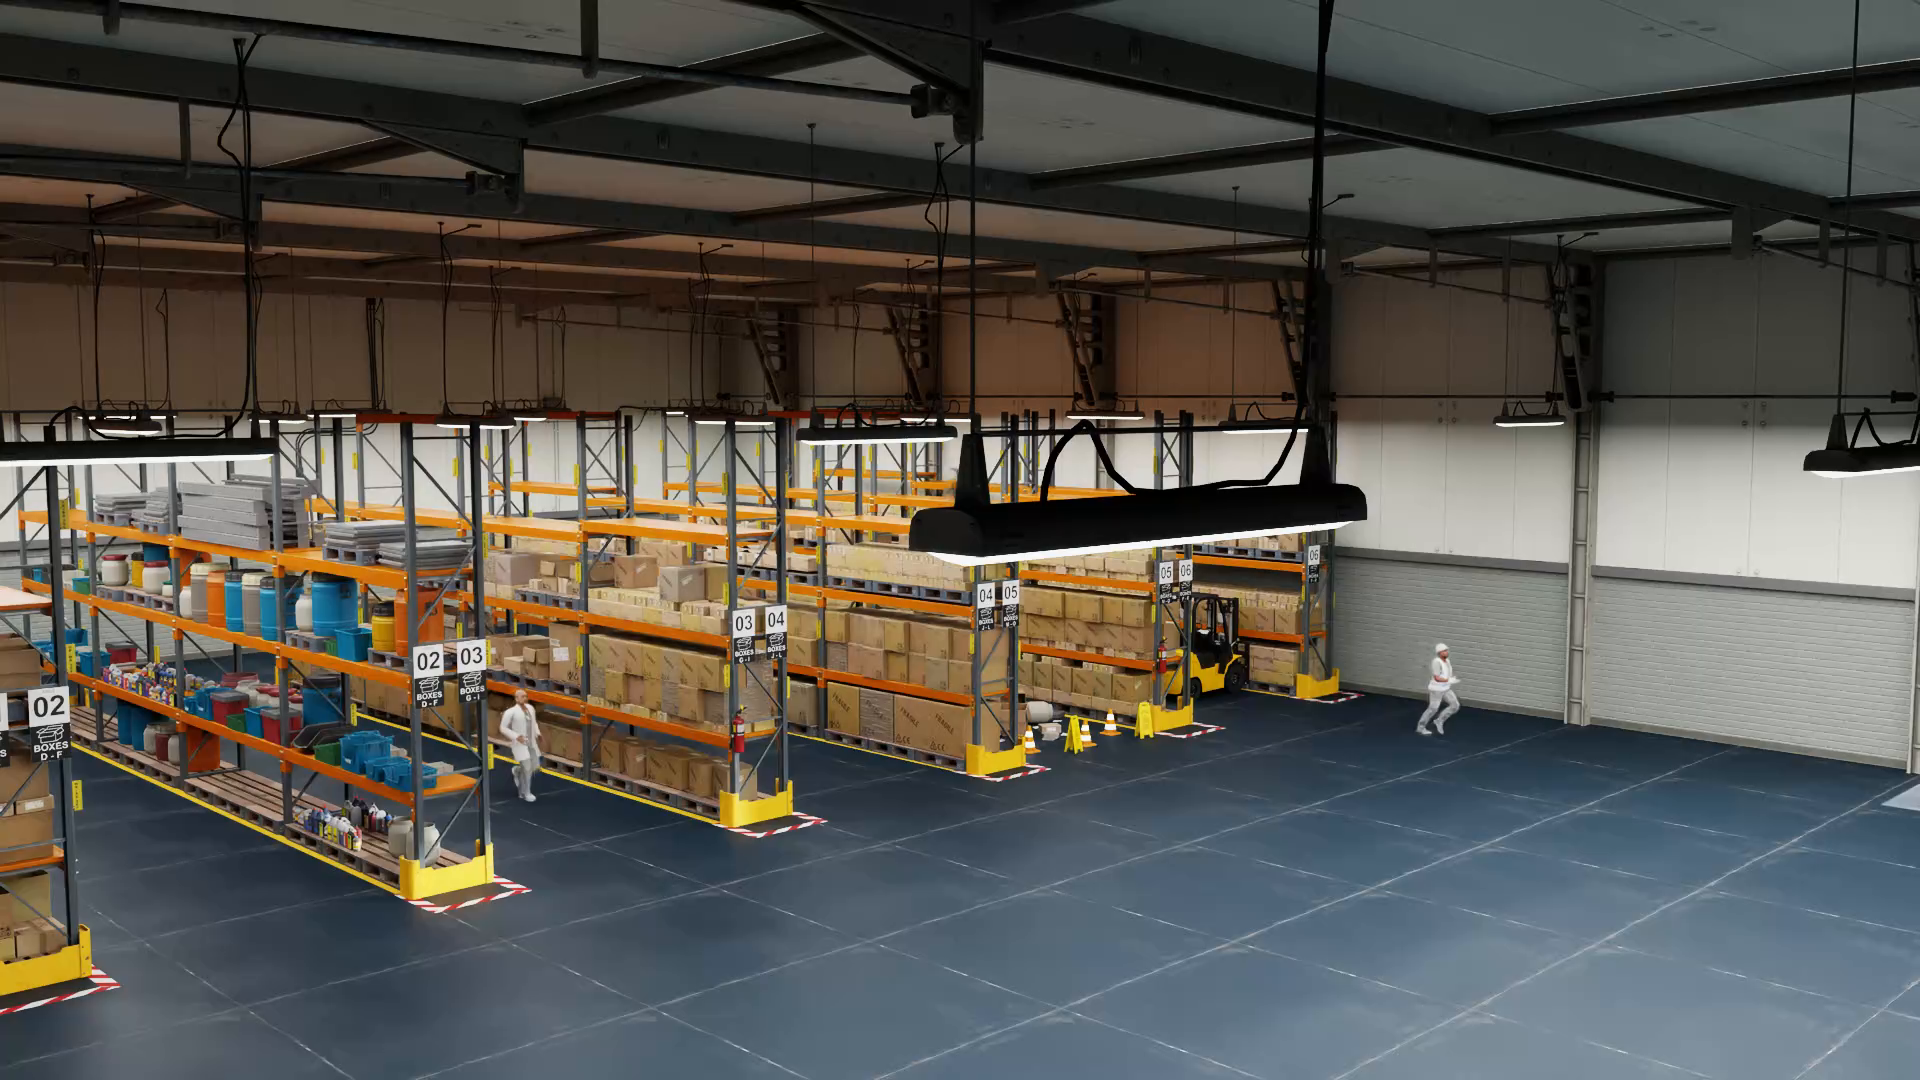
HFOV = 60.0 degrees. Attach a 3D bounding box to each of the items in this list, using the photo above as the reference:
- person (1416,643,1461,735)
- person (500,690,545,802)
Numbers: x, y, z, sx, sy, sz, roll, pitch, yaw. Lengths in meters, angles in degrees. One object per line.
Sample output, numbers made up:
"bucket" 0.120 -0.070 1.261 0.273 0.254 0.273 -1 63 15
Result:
"person" 8.922 2.761 30.808 0.840 1.730 0.705 5 7 43
"person" -6.896 3.210 26.100 0.643 1.738 0.712 4 6 36
